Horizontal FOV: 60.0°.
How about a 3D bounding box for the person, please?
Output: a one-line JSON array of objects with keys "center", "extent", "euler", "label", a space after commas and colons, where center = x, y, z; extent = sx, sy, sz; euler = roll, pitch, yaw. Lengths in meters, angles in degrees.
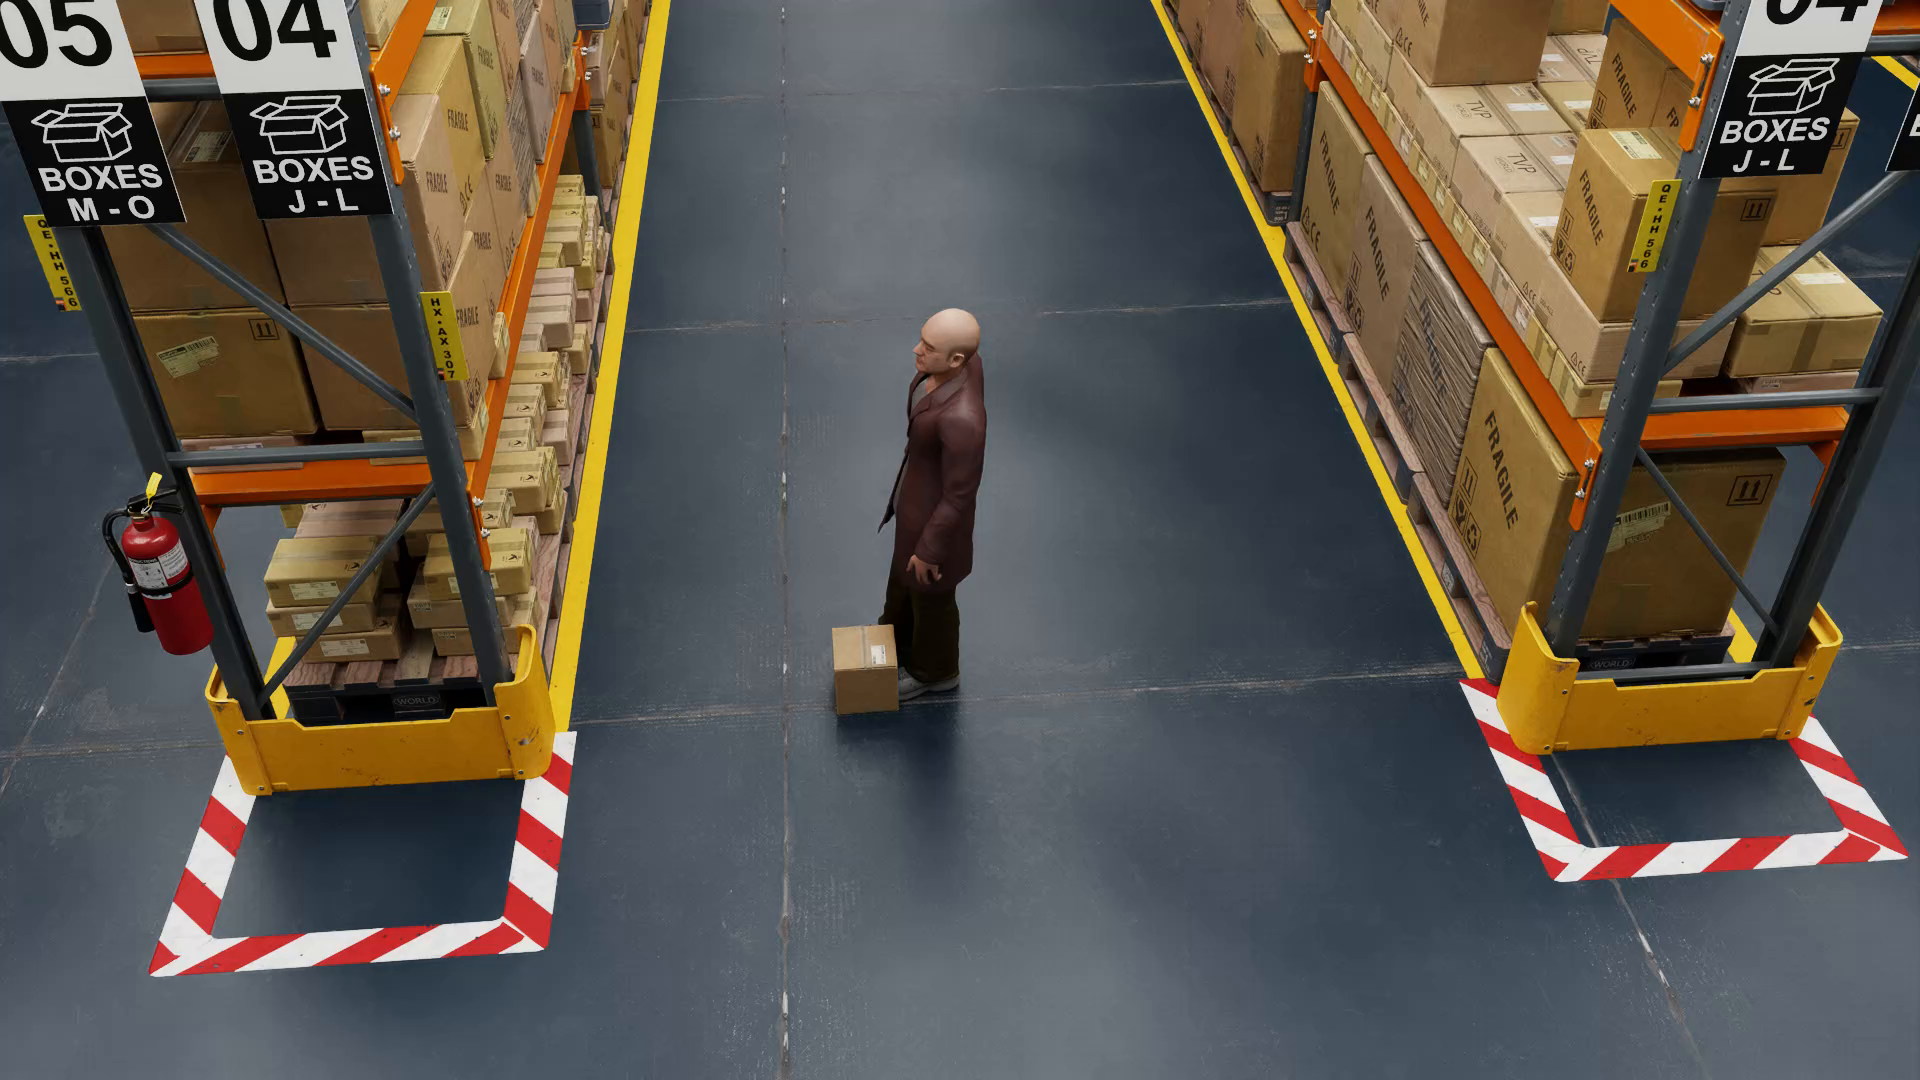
[{"center": [-0.196, -0.104, 6.282], "extent": [0.579, 1.779, 0.698], "euler": [-3, 39, -4], "label": "person"}]
